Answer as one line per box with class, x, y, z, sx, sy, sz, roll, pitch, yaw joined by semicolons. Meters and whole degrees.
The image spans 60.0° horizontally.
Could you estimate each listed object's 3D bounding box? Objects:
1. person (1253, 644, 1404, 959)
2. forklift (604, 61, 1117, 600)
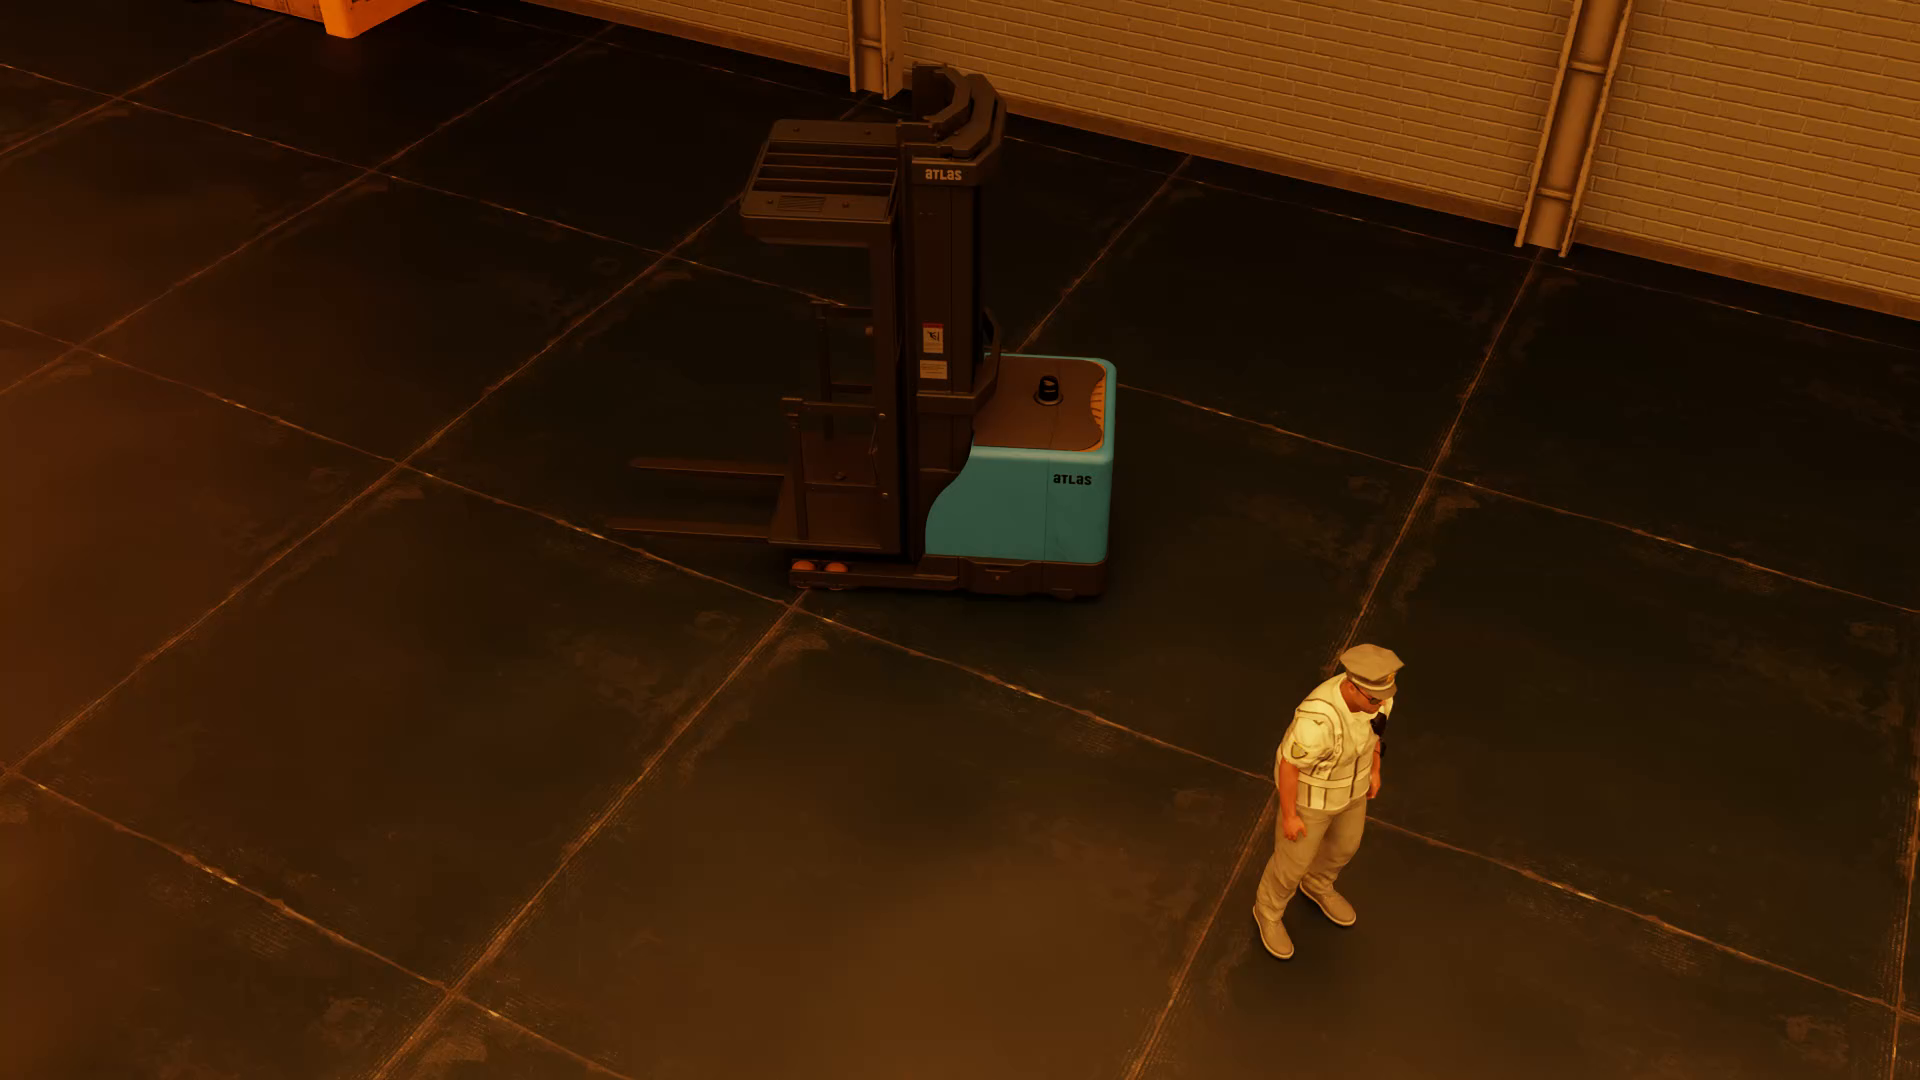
person;1.662;1.128;7.562;0.607;1.750;0.437;-22;45;-24
forklift;-0.606;-1.157;9.360;3.031;2.935;1.130;3;40;4
